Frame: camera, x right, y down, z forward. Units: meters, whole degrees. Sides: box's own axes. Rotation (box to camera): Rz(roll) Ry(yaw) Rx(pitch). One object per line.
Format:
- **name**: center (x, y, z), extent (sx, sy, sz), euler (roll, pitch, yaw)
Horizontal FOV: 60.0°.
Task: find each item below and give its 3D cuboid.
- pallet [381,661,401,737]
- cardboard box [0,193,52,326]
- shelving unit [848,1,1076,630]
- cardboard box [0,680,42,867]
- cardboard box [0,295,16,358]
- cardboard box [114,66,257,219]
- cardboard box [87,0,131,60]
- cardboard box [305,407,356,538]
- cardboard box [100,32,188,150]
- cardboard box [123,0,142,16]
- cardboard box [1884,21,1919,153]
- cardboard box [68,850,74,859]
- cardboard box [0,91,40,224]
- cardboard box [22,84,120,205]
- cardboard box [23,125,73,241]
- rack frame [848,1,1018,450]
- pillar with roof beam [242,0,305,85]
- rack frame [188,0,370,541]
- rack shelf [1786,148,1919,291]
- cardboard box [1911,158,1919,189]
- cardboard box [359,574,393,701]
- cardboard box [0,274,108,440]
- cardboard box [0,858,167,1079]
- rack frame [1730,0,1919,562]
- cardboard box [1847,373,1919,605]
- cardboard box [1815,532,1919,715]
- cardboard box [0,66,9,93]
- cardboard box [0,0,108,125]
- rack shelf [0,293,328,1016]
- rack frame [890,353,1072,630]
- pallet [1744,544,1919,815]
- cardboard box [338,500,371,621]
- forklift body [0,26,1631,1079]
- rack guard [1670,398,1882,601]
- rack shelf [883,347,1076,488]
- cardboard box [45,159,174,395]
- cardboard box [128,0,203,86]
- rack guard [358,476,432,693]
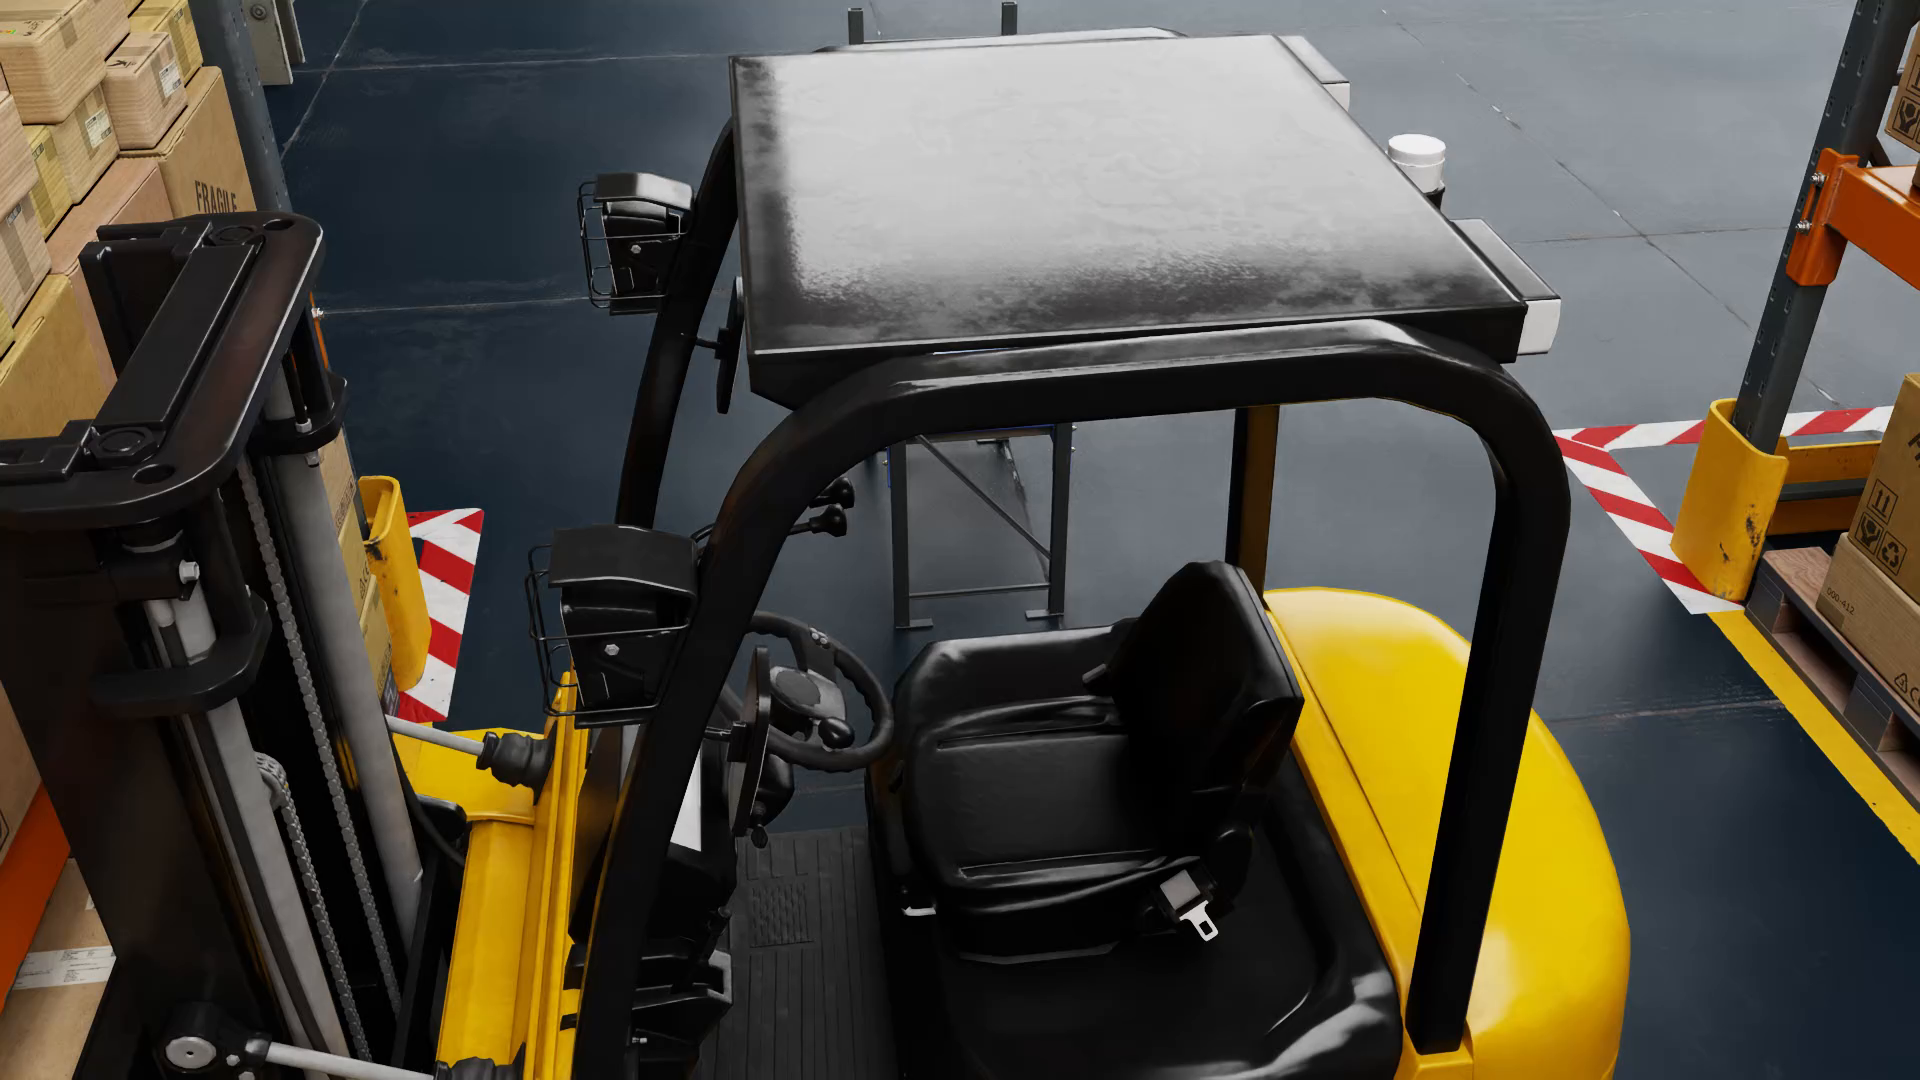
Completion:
- **pallet**: center (-1.962, 0.720, 4.006), extent (1.003, 0.211, 1.213), euler (-4, 35, -6)
- **cardboard box**: center (-1.639, -0.419, 2.536), extent (0.380, 0.149, 0.250), euler (-5, 35, -8)
- **shelving unit**: center (-0.011, -0.667, 4.897), extent (0.538, 1.500, 1.048), euler (-4, 35, -6)
- **cardboard box**: center (-1.571, 0.213, 2.185), extent (0.500, 0.500, 0.500), euler (-4, 34, -6)
- **cardboard box**: center (-1.585, -0.279, 2.331), extent (0.380, 0.149, 0.250), euler (-4, 34, -6)
- **cardboard box**: center (-1.780, -0.643, 3.440), extent (0.500, 0.500, 0.500), euler (-5, 35, -7)
- **cardboard box**: center (-1.785, -0.969, 3.079), extent (0.380, 0.149, 0.250), euler (-4, 35, -6)
- **cardboard box**: center (-1.735, -0.073, 3.874), extent (0.500, 0.250, 0.500), euler (-3, 34, -5)
- **cardboard box**: center (-1.718, -0.853, 3.173), extent (0.380, 0.149, 0.250), euler (-4, 34, -6)
- **cardboard box**: center (-1.849, -1.104, 3.278), extent (0.380, 0.149, 0.250), euler (-4, 35, -6)
- **cardboard box**: center (2.601, -1.113, 3.866), extent (0.500, 0.500, 0.500), euler (-5, 35, -7)
- **cardboard box**: center (-1.583, 0.492, 3.045), extent (0.500, 0.250, 0.500), euler (-4, 34, -6)
- **cardboard box**: center (-1.618, -0.544, 2.455), extent (0.380, 0.149, 0.250), euler (-4, 34, -5)
- **cardboard box**: center (-1.744, -0.703, 2.954), extent (0.380, 0.149, 0.250), euler (-4, 34, -5)
- **cardboard box**: center (-1.722, -0.564, 2.749), extent (0.380, 0.149, 0.250), euler (-5, 35, -7)
- **rack frame**: center (-0.080, -0.951, 5.314), extent (0.500, 1.500, 0.032), euler (-4, 35, -6)
- **pillar with roof beam**: center (0.553, -6.552, 6.874), extent (9.100, 9.000, 0.400), euler (-4, 35, -6)
- **rack frame**: center (-2.106, -0.856, 3.842), extent (1.000, 3.000, 0.127), euler (-4, 35, -6)
- **rack shelf**: center (3.081, 0.179, 2.962), extent (1.077, 0.370, 4.000), euler (-4, 35, -6)
- **cardboard box**: center (2.653, -0.925, 4.167), extent (0.380, 0.149, 0.250), euler (-4, 35, -6)
- **cardboard box**: center (-1.730, 0.345, 4.149), extent (0.500, 0.250, 0.500), euler (-4, 34, -6)
- **cardboard box**: center (-1.650, -0.066, 2.595), extent (0.500, 0.500, 0.500), euler (-5, 35, -7)
- **cardboard box**: center (-1.522, 0.776, 2.629), extent (0.500, 0.250, 0.500), euler (-5, 35, -7)
- **rack frame**: center (2.812, -1.234, 4.397), extent (1.000, 3.000, 0.127), euler (-4, 35, -6)
- **cardboard box**: center (2.650, -0.097, 4.131), extent (0.500, 0.500, 0.500), euler (-5, 35, -8)
- **cardboard box**: center (2.646, 0.200, 4.362), extent (0.500, 0.250, 0.500), euler (-5, 35, -7)
- **cardboard box**: center (-1.763, -0.681, 2.656), extent (0.380, 0.149, 0.250), euler (-4, 34, -6)
- **cardboard box**: center (-1.723, -0.825, 2.868), extent (0.380, 0.149, 0.250), euler (-4, 34, -5)
- **rack shelf**: center (-1.837, 0.557, 2.407), extent (1.077, 0.370, 4.000), euler (-4, 35, -6)
- **rack frame**: center (0.057, -0.384, 4.481), extent (0.500, 1.500, 0.032), euler (-4, 35, -6)
- **pallet**: center (2.896, 0.417, 4.451), extent (1.003, 0.211, 1.213), euler (-4, 35, -6)
- **cardboard box**: center (-1.731, 0.148, 3.994), extent (0.500, 0.250, 0.500), euler (-5, 35, -7)
- **forklift body**: center (-0.043, 0.415, 2.731), extent (2.313, 2.155, 1.214), euler (-4, 35, -6)
- **rack guard**: center (2.822, -0.159, 5.039), extent (1.175, 0.500, 0.348), euler (-4, 35, -6)
- **rack shelf**: center (-0.011, -0.519, 4.999), extent (0.538, 0.185, 1.000), euler (-4, 35, -6)
- **cardboard box**: center (-1.719, -0.352, 3.015), extent (0.500, 0.500, 0.500), euler (-3, 34, -5)
- **cardboard box**: center (-1.782, -0.993, 3.379), extent (0.380, 0.149, 0.250), euler (-4, 34, -6)
- **rack guard**: center (-2.109, 0.164, 4.566), extent (1.175, 0.500, 0.348), euler (-4, 35, -6)
